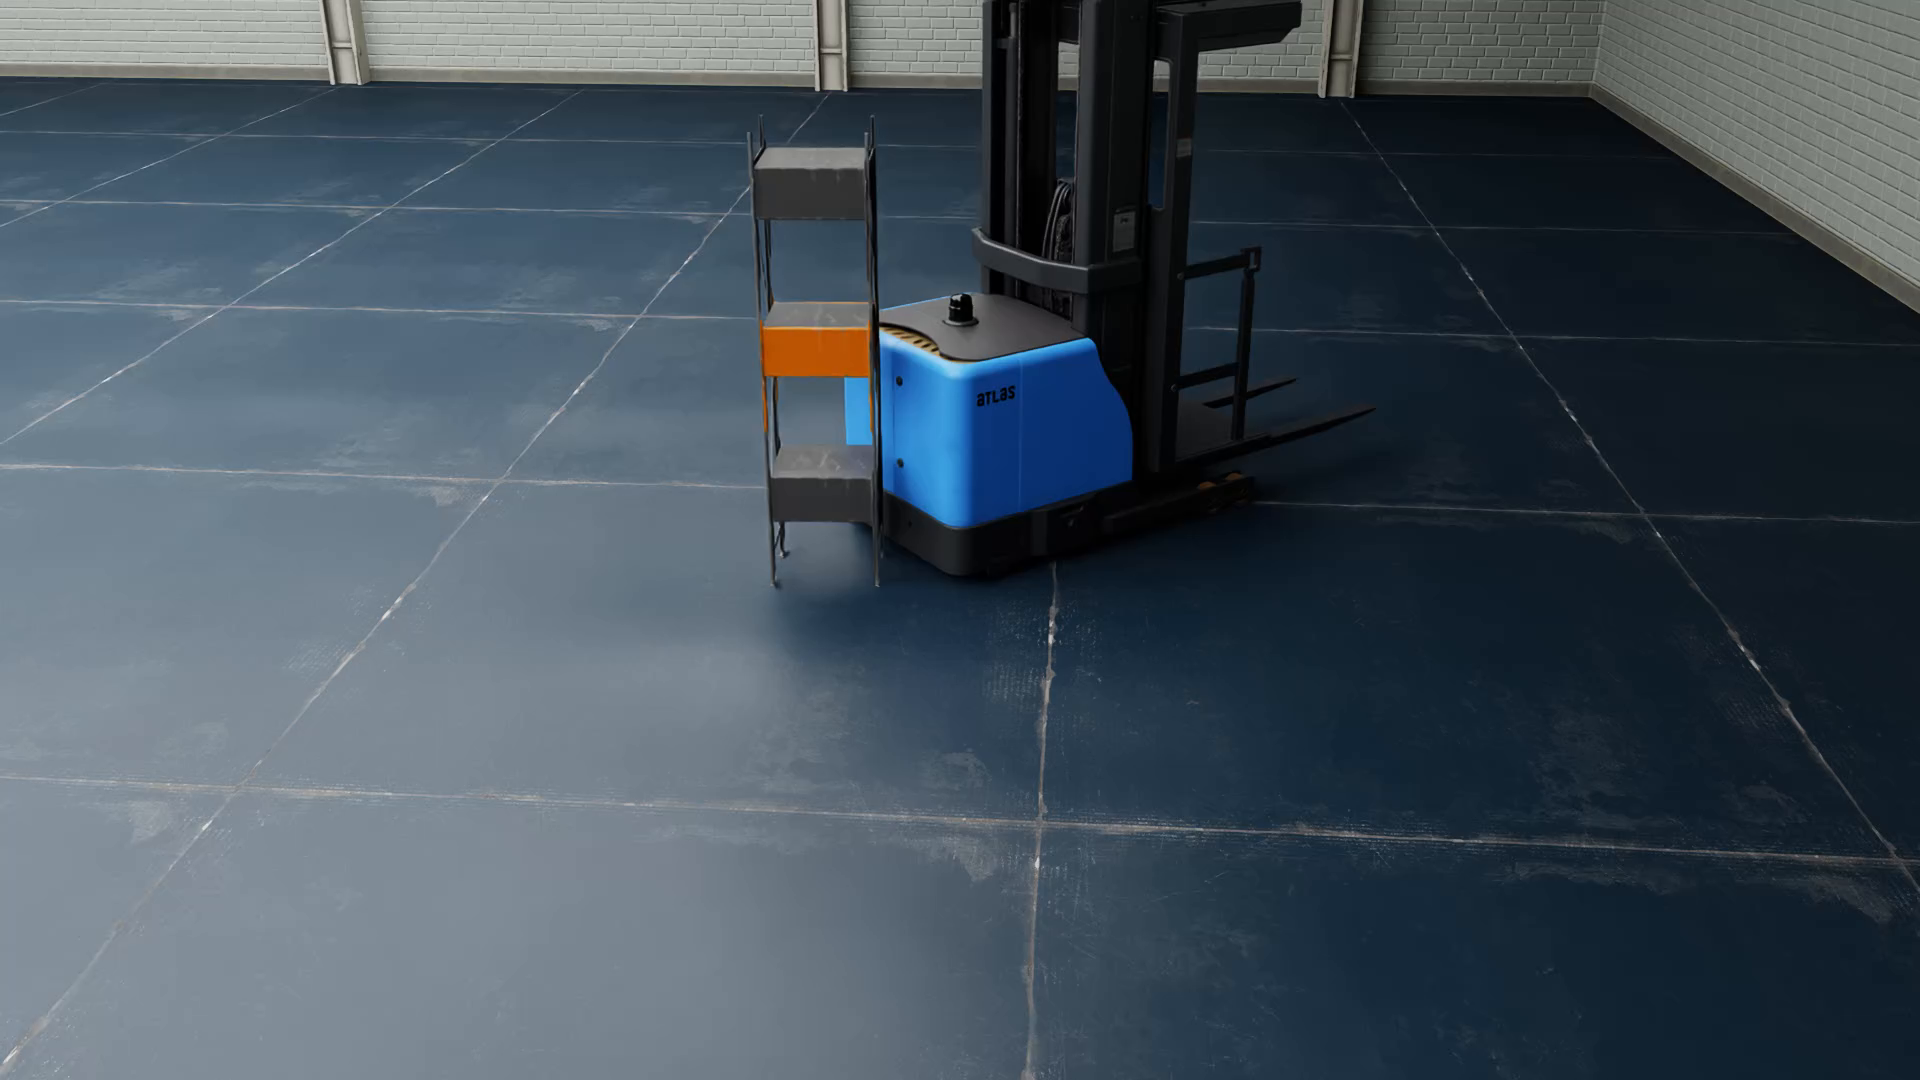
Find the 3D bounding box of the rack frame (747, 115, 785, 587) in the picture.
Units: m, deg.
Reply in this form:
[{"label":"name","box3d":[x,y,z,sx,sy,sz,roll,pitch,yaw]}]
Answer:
[{"label":"rack frame","box3d":[-0.870,-0.816,7.511,0.015,2.100,0.400,1,25,1]}]

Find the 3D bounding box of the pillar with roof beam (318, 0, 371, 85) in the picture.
[{"label":"pillar with roof beam","box3d":[-7.843,-7.942,14.744,0.400,9.000,9.100,2,25,4]}]

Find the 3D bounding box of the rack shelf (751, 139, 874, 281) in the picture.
[{"label":"rack shelf","box3d":[-0.626,-1.437,7.219,0.480,0.518,0.431,1,25,1]}]

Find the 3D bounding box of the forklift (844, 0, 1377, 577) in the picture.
[{"label":"forklift","box3d":[0.916,-1.626,8.278,3.031,2.935,1.130,-16,29,-32]}]

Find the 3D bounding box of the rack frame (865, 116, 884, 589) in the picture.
[{"label":"rack frame","box3d":[-0.382,-0.811,7.501,0.015,2.100,0.400,1,25,1]}]

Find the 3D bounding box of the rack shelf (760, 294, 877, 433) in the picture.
[{"label":"rack shelf","box3d":[-0.626,-0.801,7.512,0.480,0.518,0.431,1,25,1]}]

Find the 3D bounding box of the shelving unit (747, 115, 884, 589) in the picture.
[{"label":"shelving unit","box3d":[-0.626,-0.814,7.506,0.503,2.100,0.431,1,25,1]}]

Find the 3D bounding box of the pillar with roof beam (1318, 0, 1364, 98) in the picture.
[{"label":"pillar with roof beam","box3d":[4.122,-7.558,13.909,0.400,9.000,9.100,2,25,4]}]

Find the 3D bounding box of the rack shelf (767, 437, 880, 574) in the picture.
[{"label":"rack shelf","box3d":[-0.626,-0.165,7.804,0.480,0.518,0.431,1,25,1]}]

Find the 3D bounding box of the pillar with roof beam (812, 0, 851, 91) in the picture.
[{"label":"pillar with roof beam","box3d":[-1.861,-7.750,14.327,0.400,9.000,9.100,2,25,4]}]
